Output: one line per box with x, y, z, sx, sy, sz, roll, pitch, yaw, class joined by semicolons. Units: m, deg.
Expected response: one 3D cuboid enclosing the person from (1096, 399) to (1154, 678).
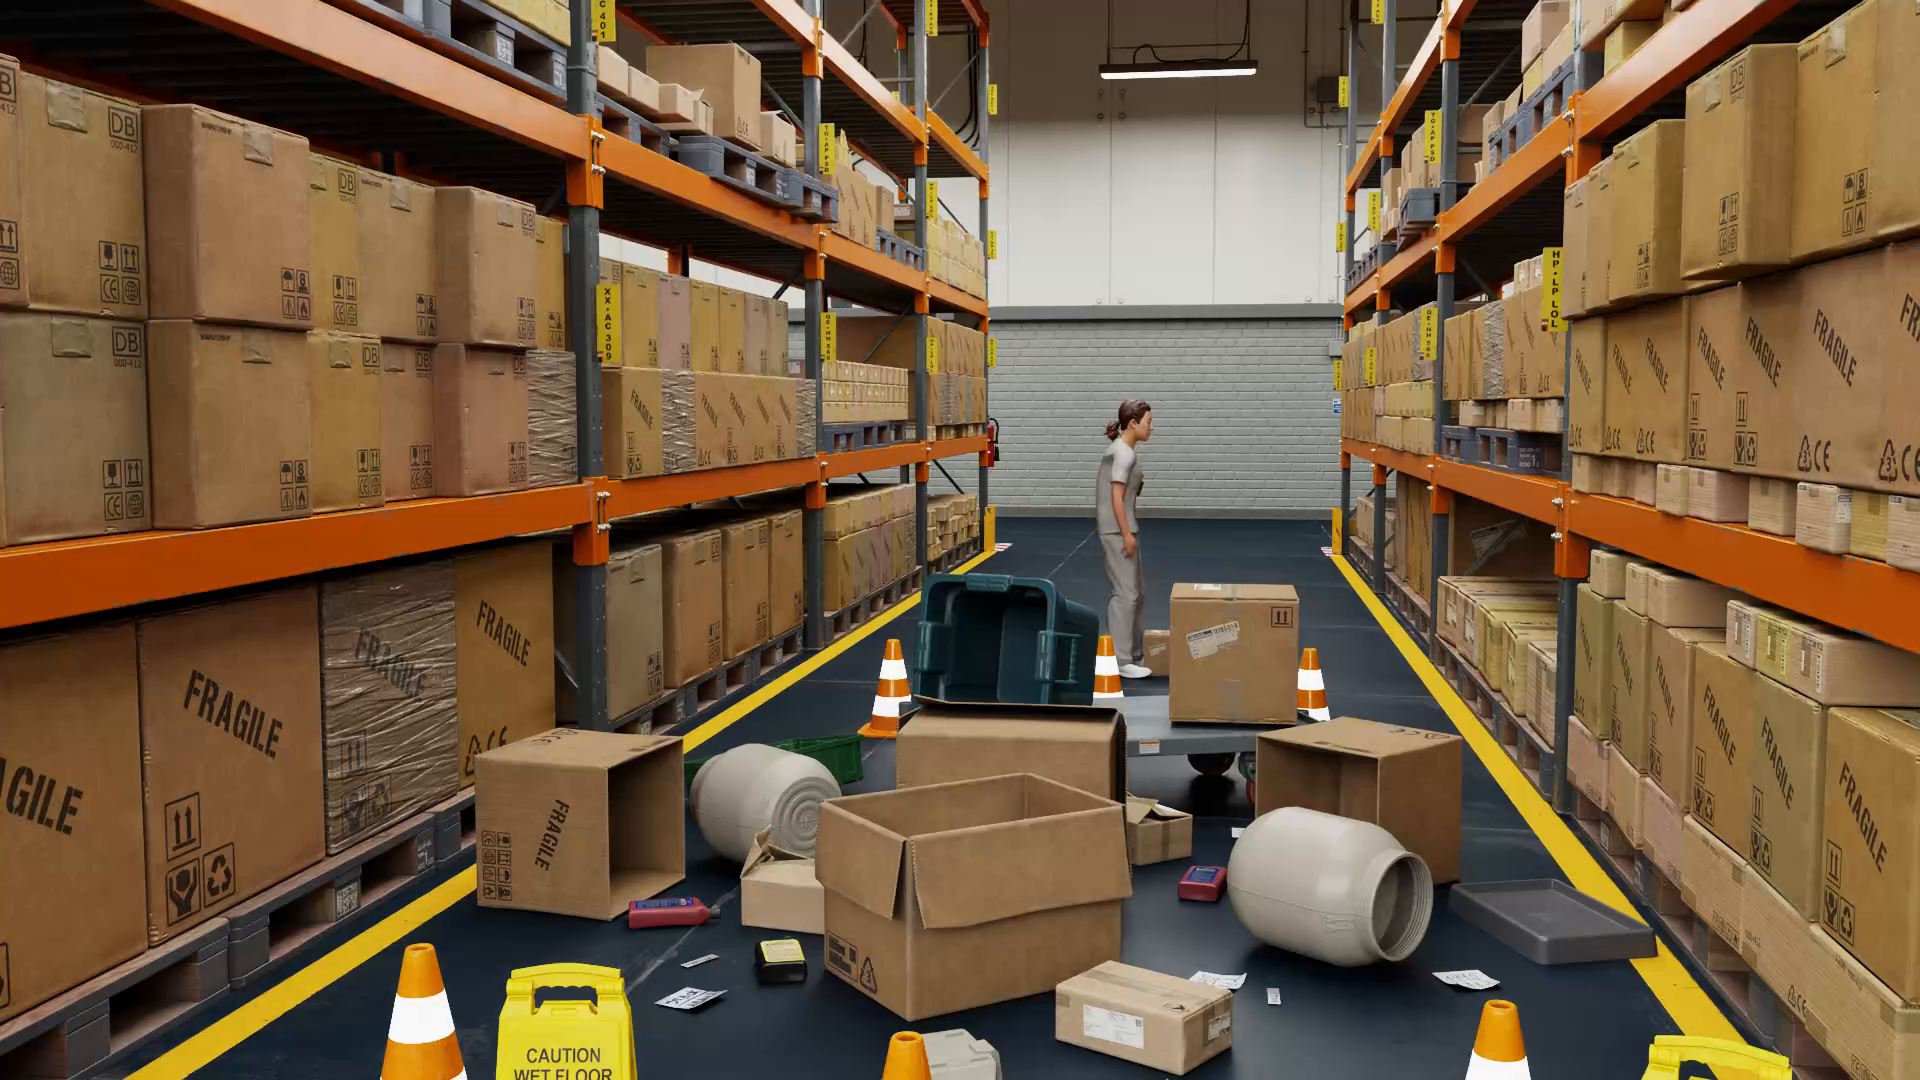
1.029;-0.021;10.123;0.404;1.673;0.489;1;5;9;person
